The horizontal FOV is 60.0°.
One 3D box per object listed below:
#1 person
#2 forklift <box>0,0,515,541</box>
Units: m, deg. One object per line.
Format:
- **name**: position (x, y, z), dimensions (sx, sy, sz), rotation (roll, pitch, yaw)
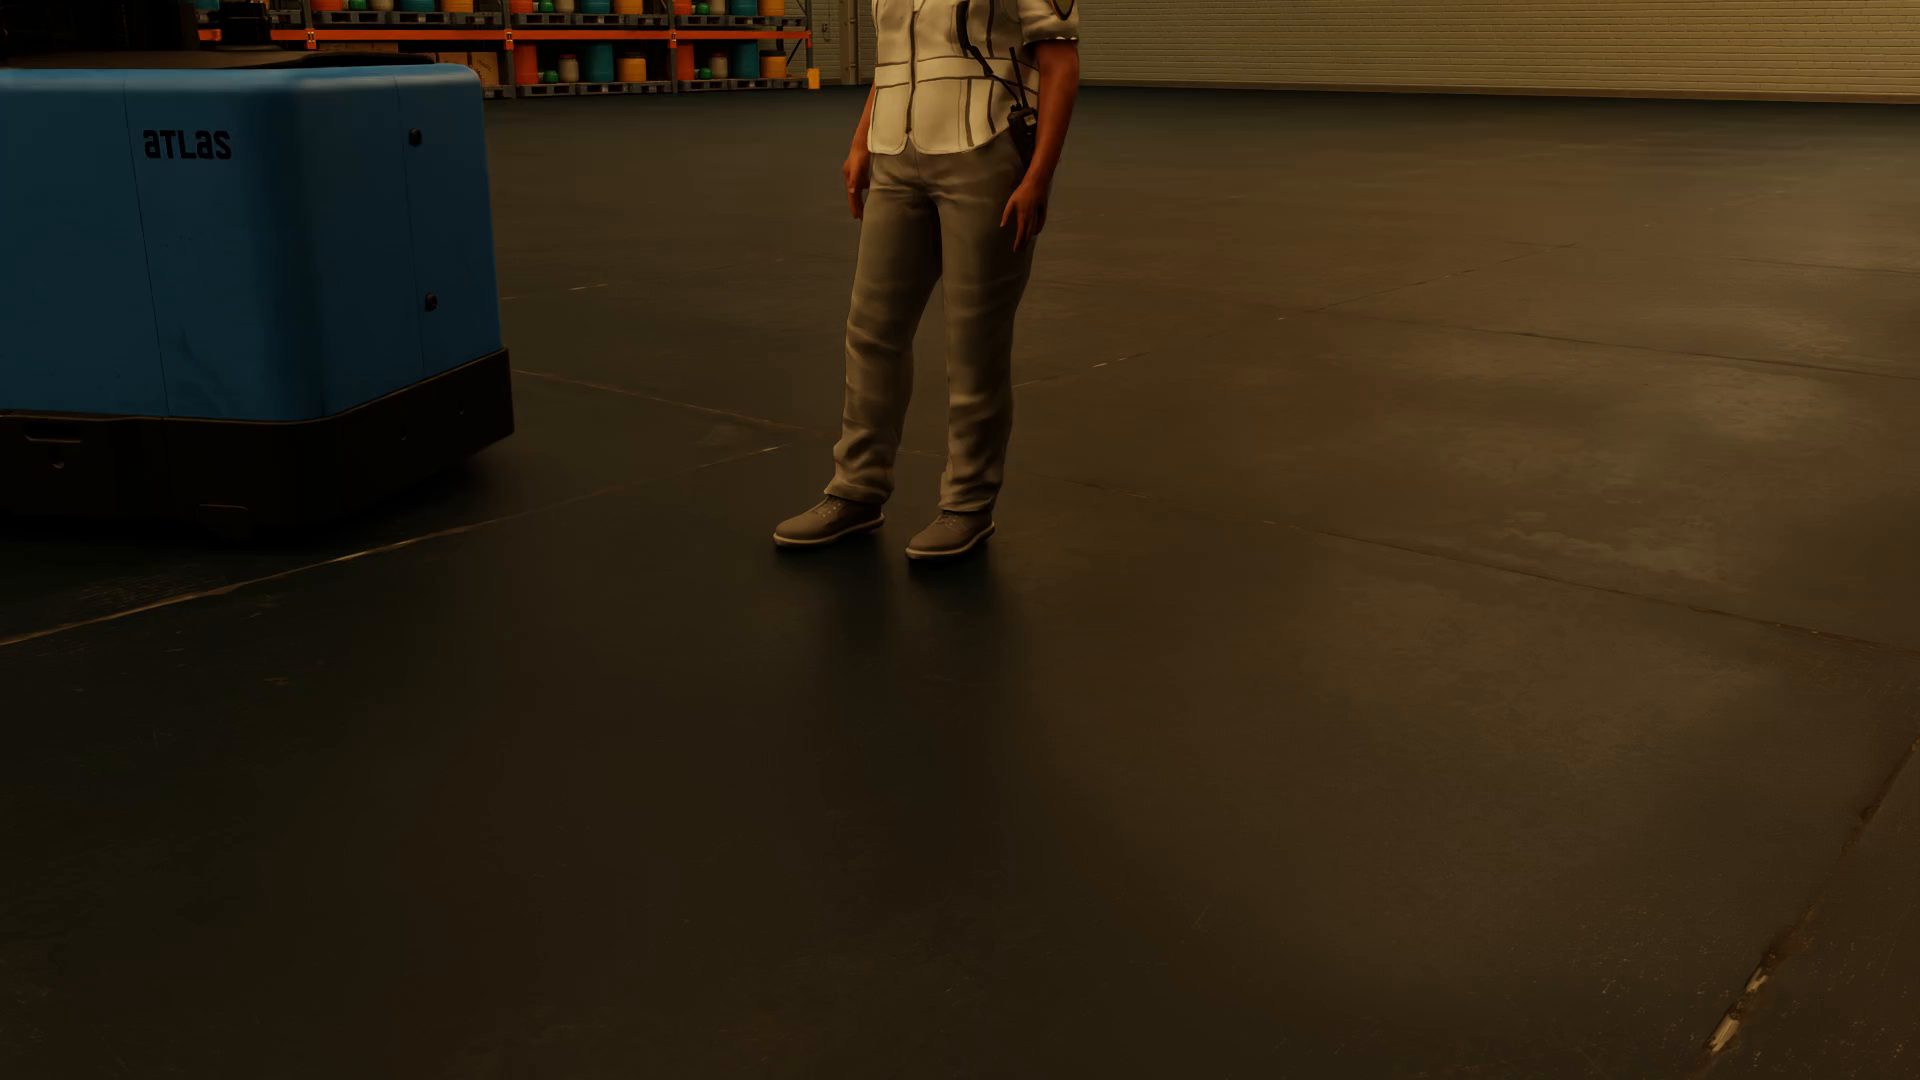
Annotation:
- **person**: position (-0.067, -0.791, 3.655), dimensions (0.598, 1.670, 0.529), rotation (13, 21, 37)
- **forklift**: position (-2.827, -1.595, 4.151), dimensions (3.031, 2.935, 1.130), rotation (3, 17, 11)
